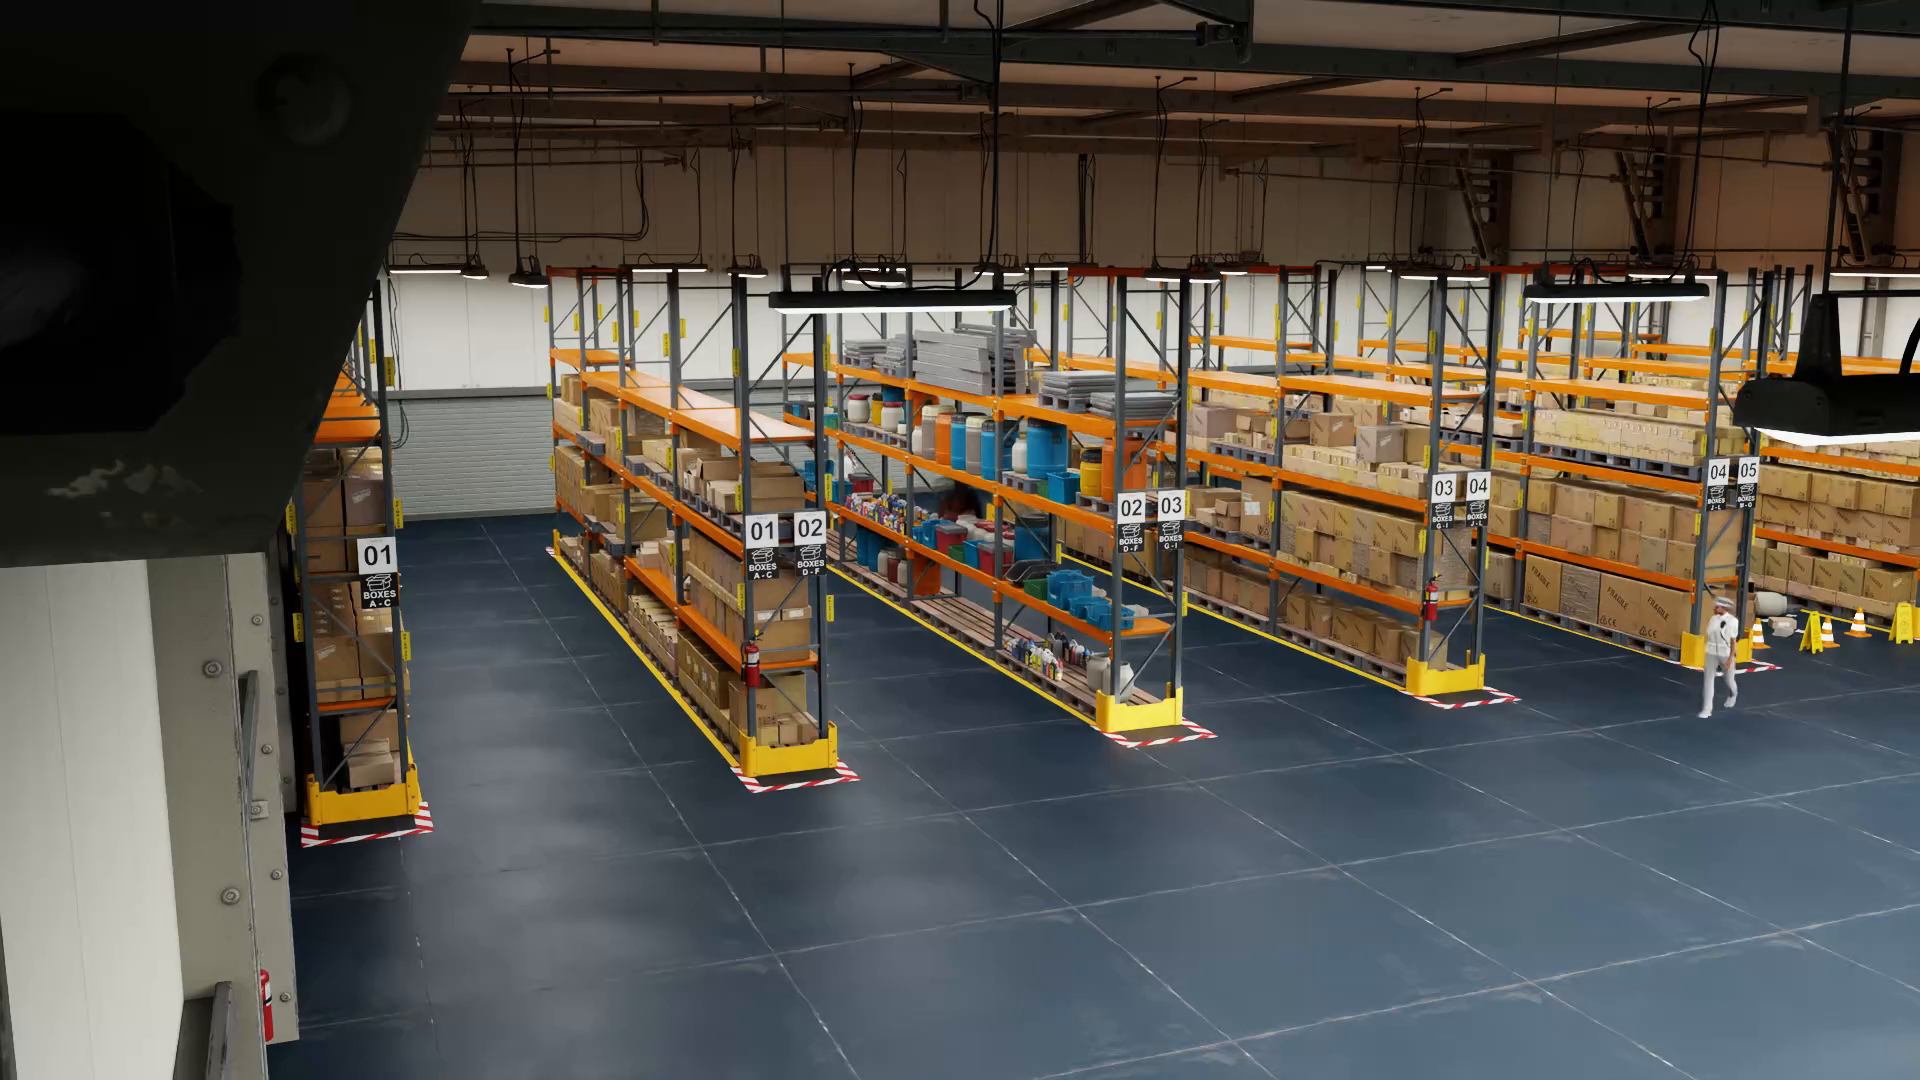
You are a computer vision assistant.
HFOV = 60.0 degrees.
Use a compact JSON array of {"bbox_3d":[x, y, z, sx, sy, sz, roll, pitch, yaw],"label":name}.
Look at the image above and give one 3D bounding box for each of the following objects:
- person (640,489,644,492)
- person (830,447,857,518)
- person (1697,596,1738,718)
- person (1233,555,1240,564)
[{"bbox_3d":[-6.791,-0.820,36.093,0.930,1.737,0.595,9,13,41],"label":"person"},{"bbox_3d":[-2.650,-1.336,39.321,1.075,1.734,0.663,0,10,-3],"label":"person"},{"bbox_3d":[10.439,1.574,22.814,0.409,1.652,0.886,7,12,36],"label":"person"},{"bbox_3d":[5.368,-0.093,32.683,0.540,1.576,0.735,4,11,24],"label":"person"}]
